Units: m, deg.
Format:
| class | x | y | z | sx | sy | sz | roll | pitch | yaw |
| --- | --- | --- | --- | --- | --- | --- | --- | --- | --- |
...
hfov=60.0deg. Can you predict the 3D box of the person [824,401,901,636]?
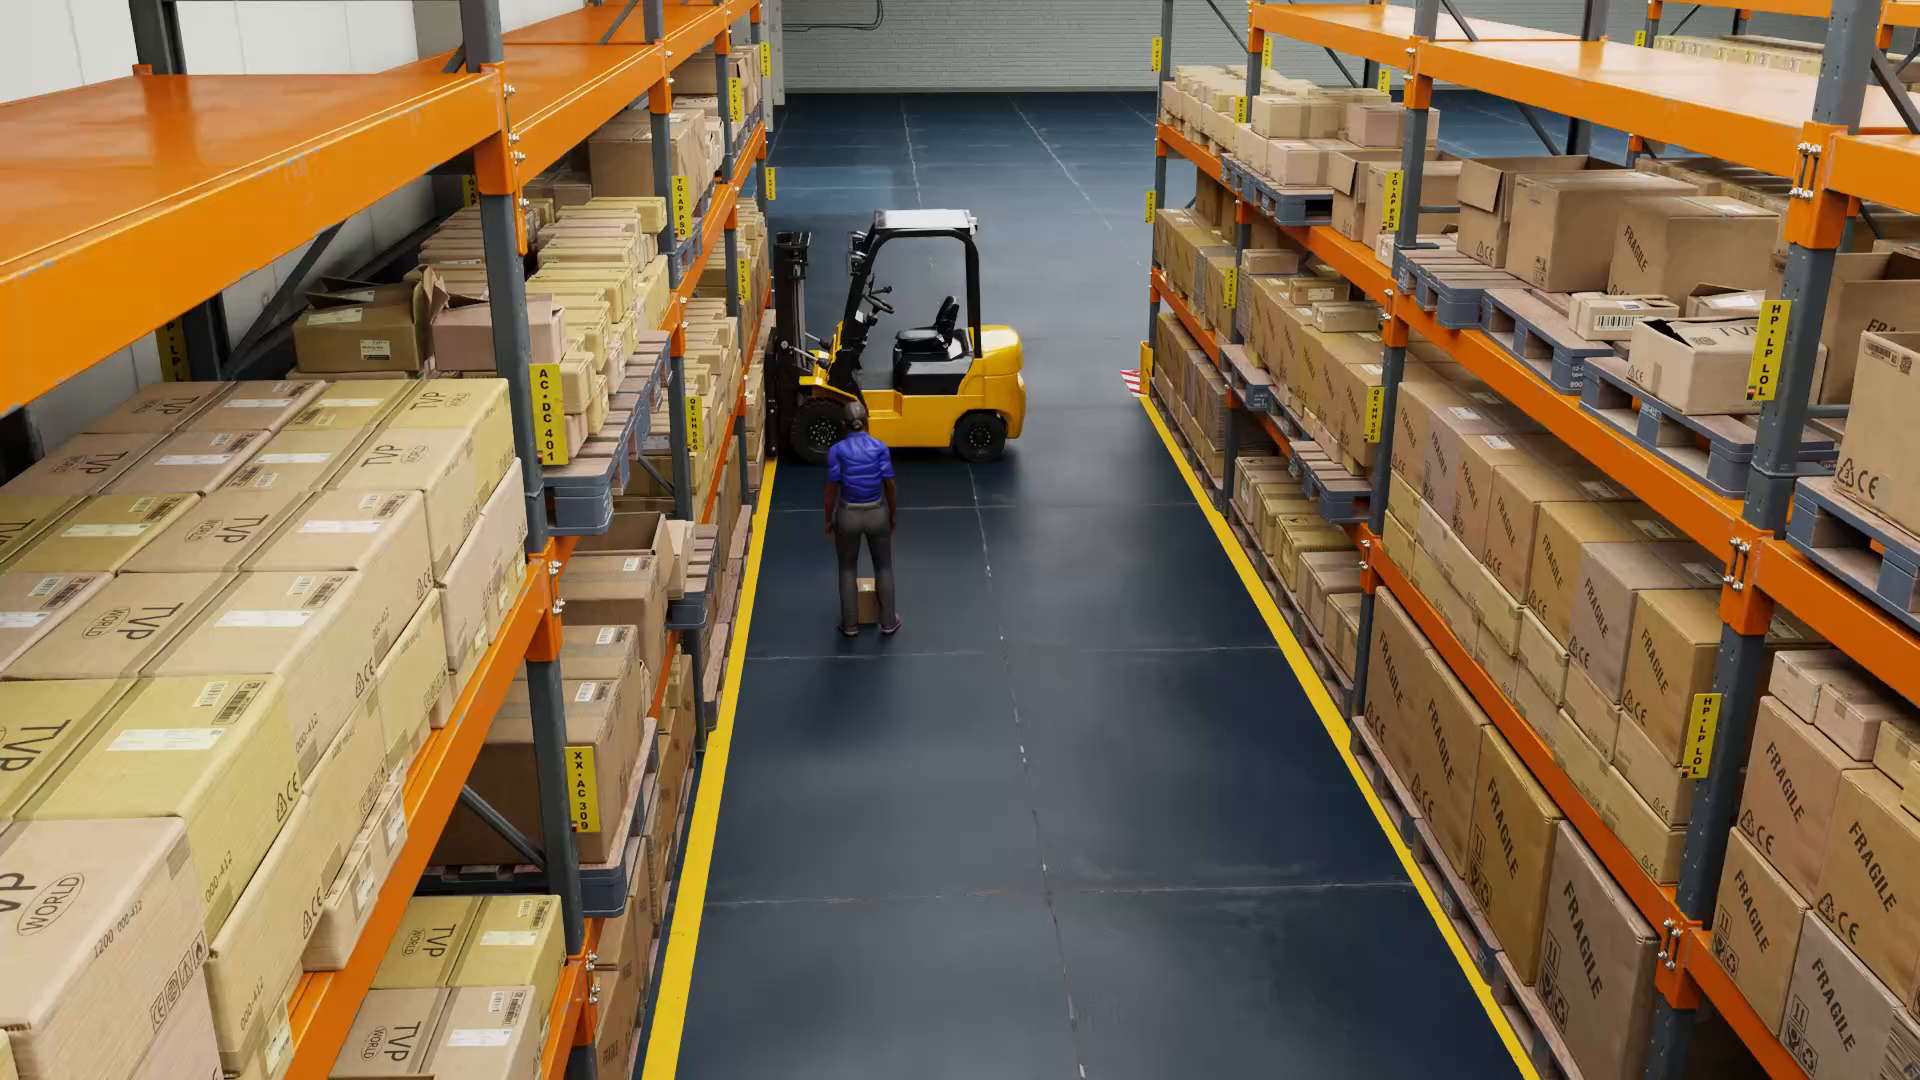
| class | x | y | z | sx | sy | sz | roll | pitch | yaw |
| --- | --- | --- | --- | --- | --- | --- | --- | --- | --- |
| person | -0.667 | -0.141 | 11.461 | 0.527 | 1.655 | 0.349 | -3 | 21 | -8 |
